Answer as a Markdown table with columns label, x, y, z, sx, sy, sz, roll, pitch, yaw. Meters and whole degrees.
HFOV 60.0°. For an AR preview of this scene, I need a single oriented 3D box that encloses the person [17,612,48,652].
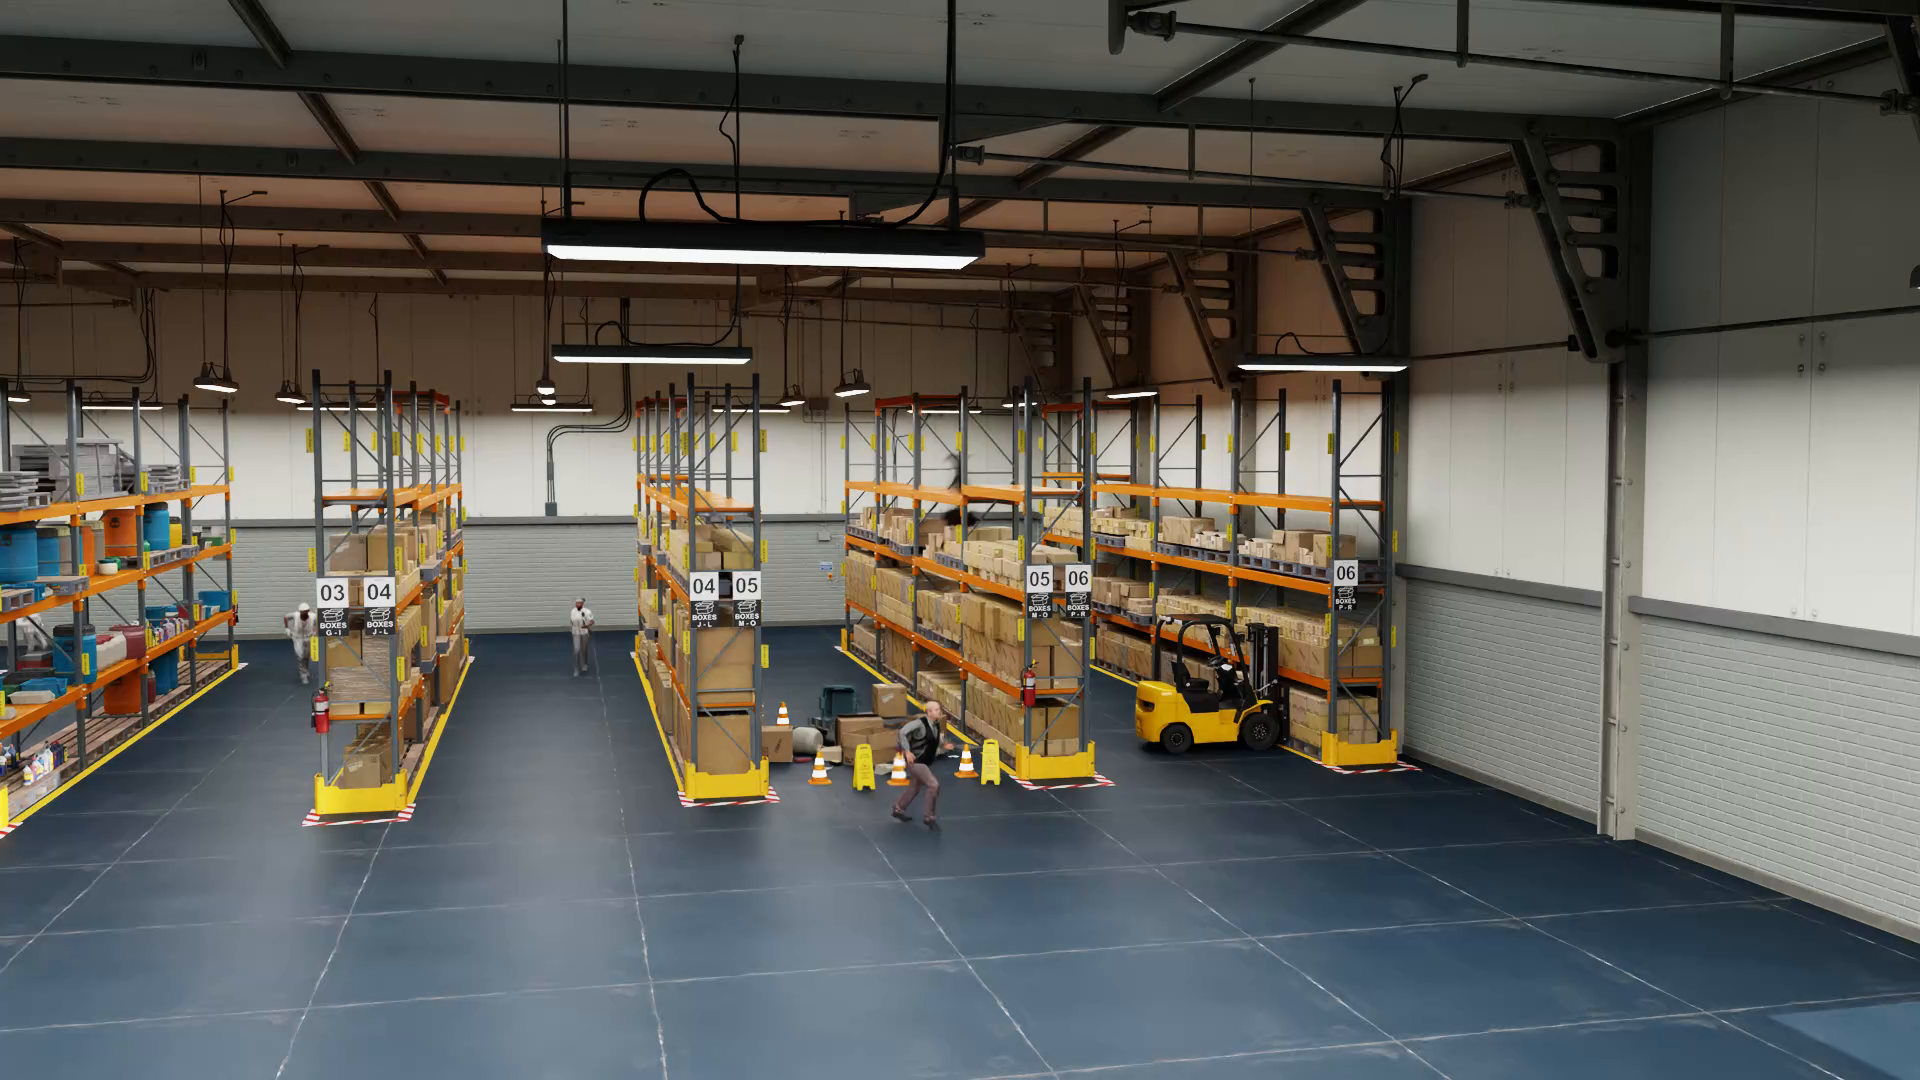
| label | x | y | z | sx | sy | sz | roll | pitch | yaw |
| --- | --- | --- | --- | --- | --- | --- | --- | --- | --- |
| person | -20.562 | 2.065 | 36.789 | 0.669 | 1.715 | 0.626 | 2 | 4 | 32 |

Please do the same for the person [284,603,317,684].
| label | x | y | z | sx | sy | sz | roll | pitch | yaw |
| --- | --- | --- | --- | --- | --- | --- | --- | --- | --- |
| person | -13.840 | 2.160 | 35.038 | 0.729 | 1.733 | 1.053 | -1 | 4 | -23 |

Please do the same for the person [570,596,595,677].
| label | x | y | z | sx | sy | sz | roll | pitch | yaw |
| --- | --- | --- | --- | --- | --- | --- | --- | --- | --- |
| person | -8.213 | 2.083 | 36.141 | 0.554 | 1.757 | 0.750 | 0 | 3 | -2 |

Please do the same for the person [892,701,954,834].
| label | x | y | z | sx | sy | sz | roll | pitch | yaw |
| --- | --- | --- | --- | --- | --- | --- | --- | --- | --- |
| person | -0.535 | 2.930 | 21.602 | 0.913 | 1.718 | 0.677 | 2 | 4 | 30 |
